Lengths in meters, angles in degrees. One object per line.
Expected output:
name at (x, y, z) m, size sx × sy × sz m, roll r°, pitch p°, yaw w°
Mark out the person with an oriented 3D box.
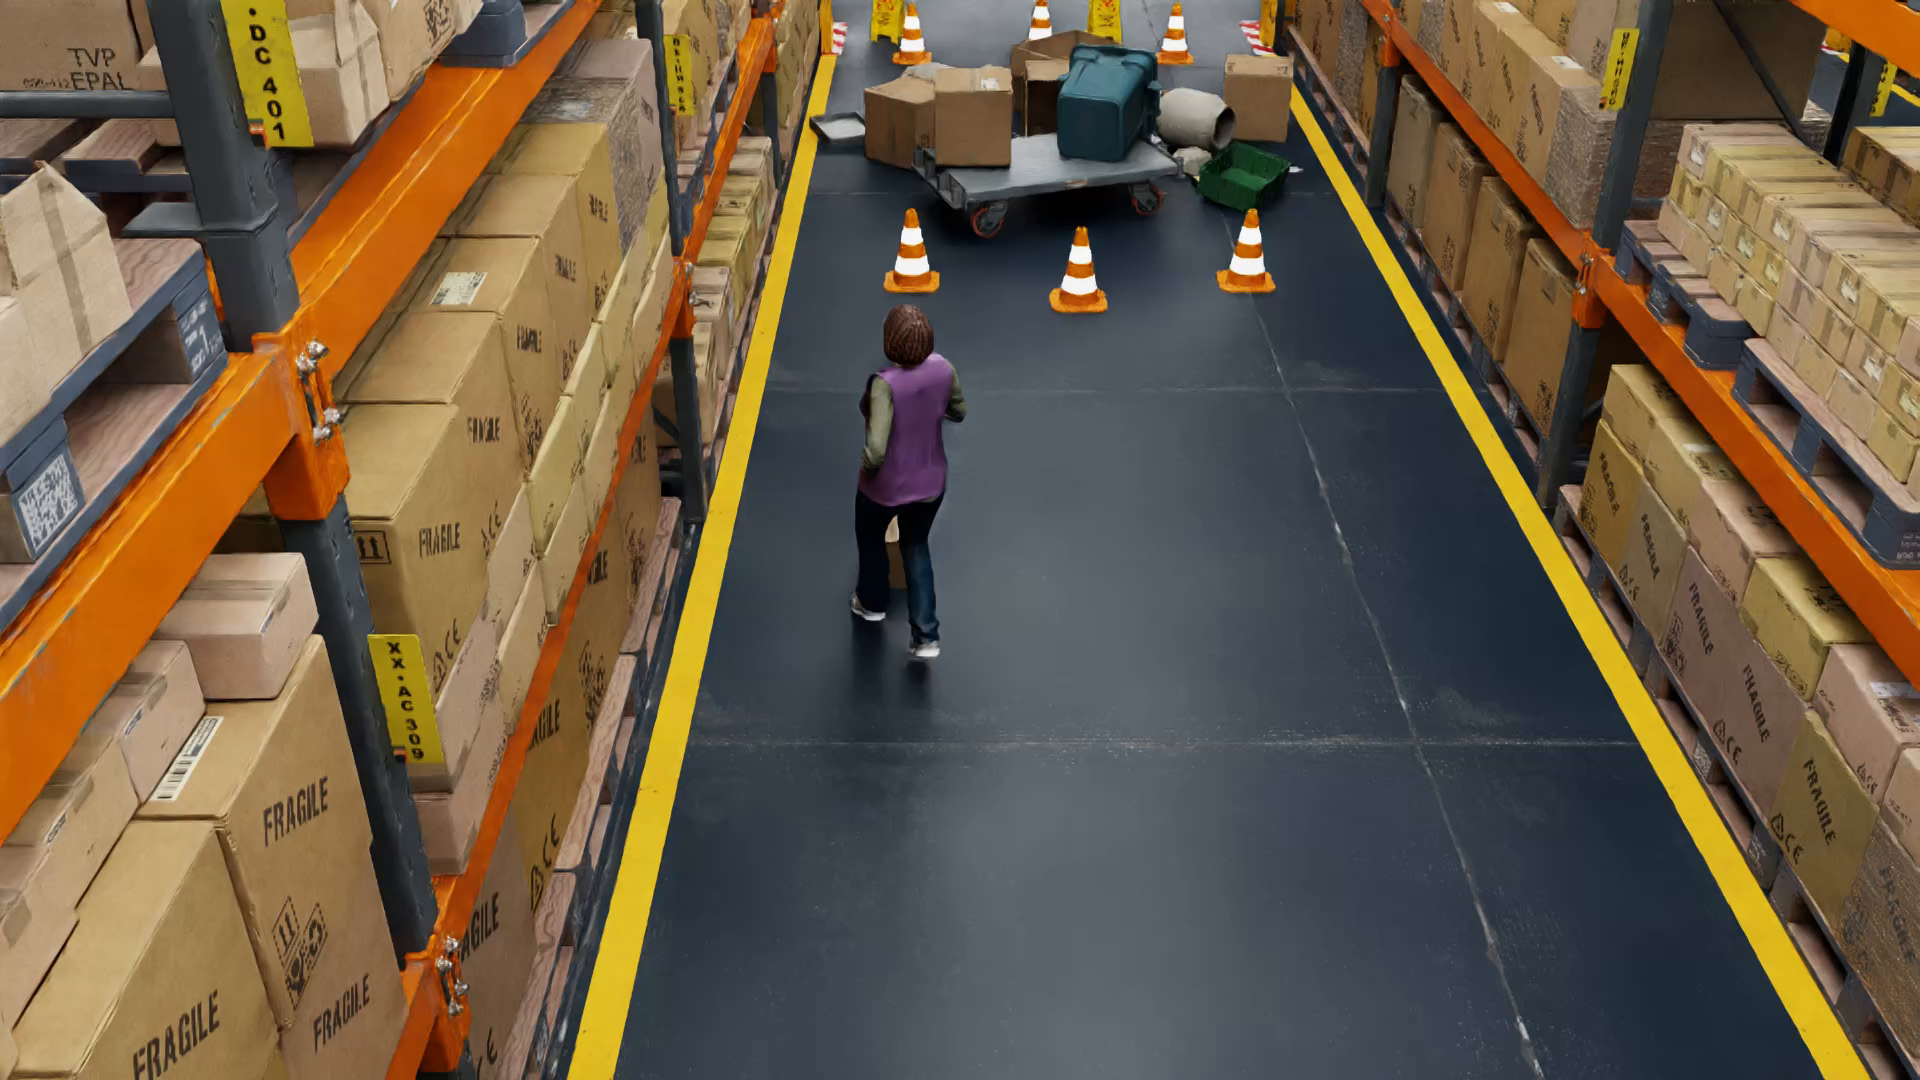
person at (-0.240, -0.248, 6.543) m, size 0.515 × 1.577 × 0.736 m, roll -12°, pitch 34°, yaw -19°
